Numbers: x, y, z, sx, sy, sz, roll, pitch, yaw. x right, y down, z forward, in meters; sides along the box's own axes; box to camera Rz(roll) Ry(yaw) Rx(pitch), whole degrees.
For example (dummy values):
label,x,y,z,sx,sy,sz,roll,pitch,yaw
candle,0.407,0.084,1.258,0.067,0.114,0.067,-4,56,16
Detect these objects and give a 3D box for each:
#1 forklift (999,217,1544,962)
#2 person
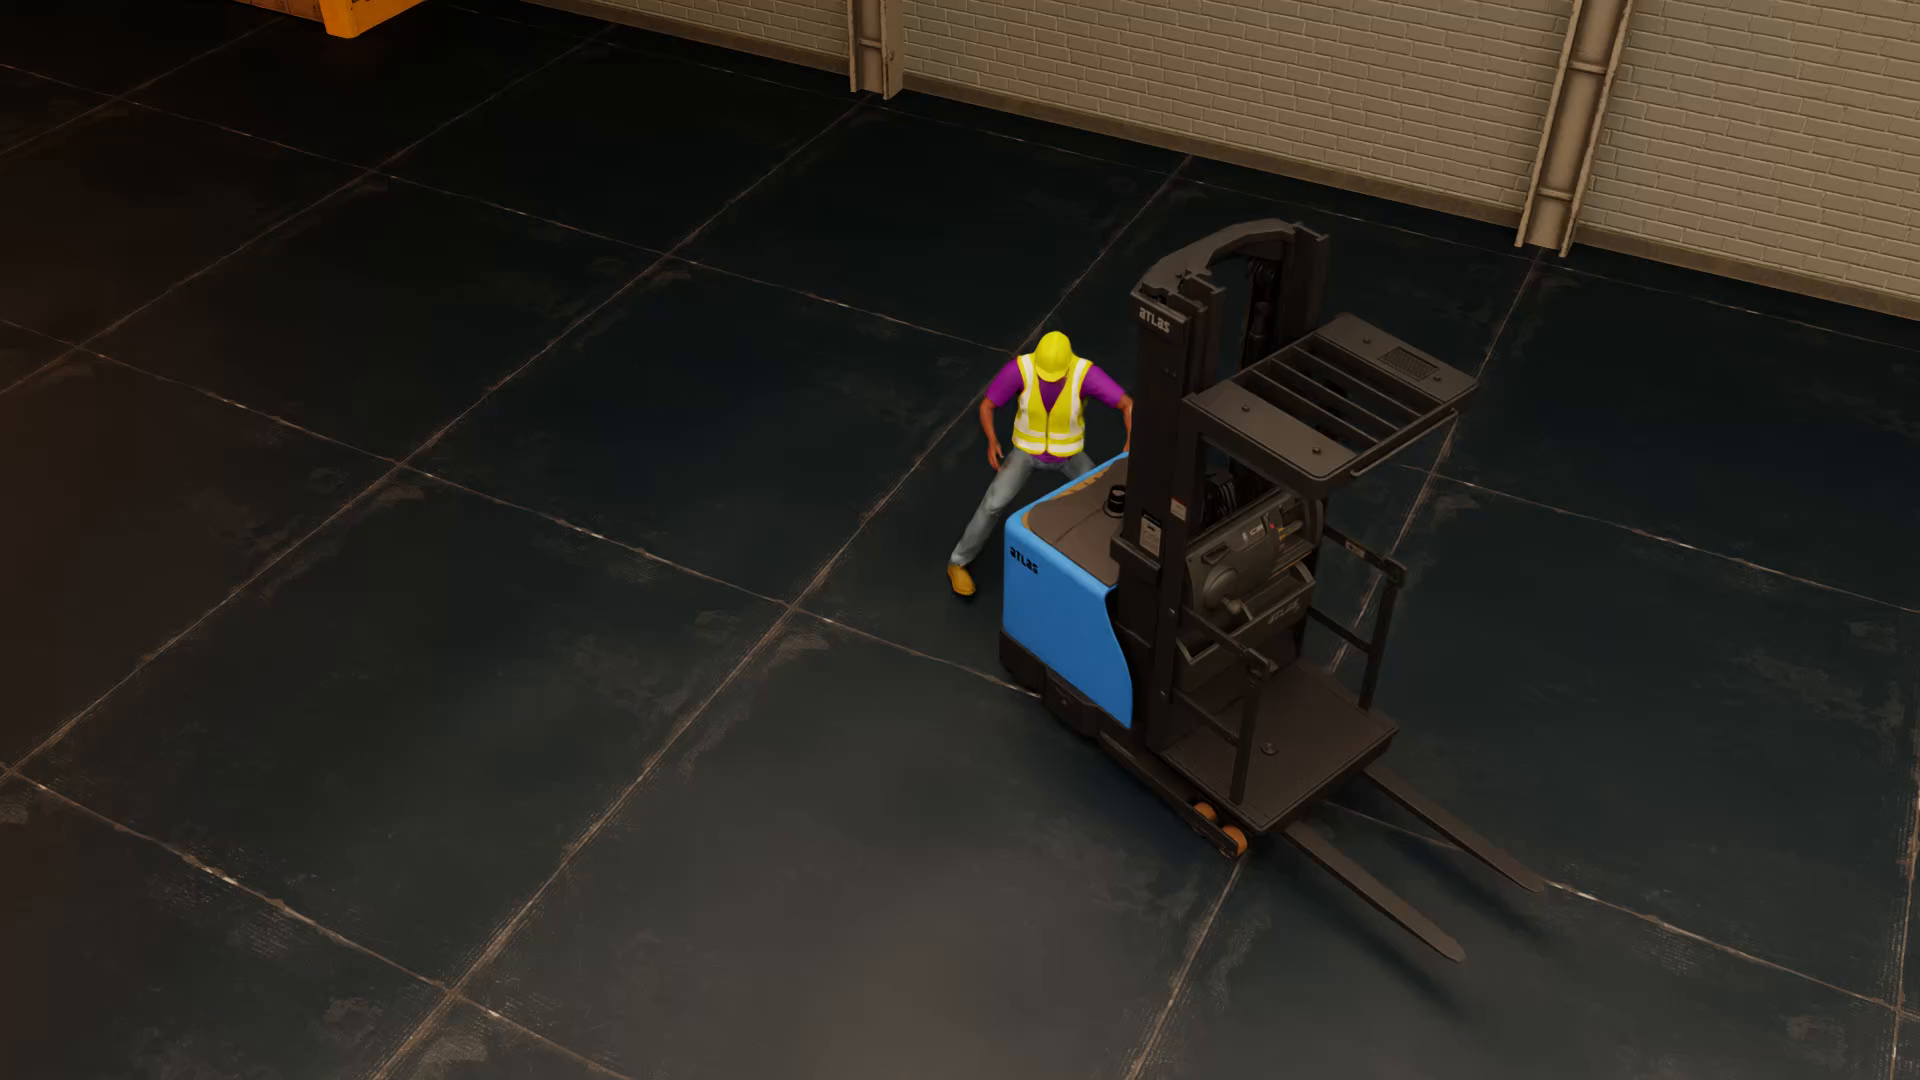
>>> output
label,x,y,z,sx,sy,sz,roll,pitch,yaw
forklift,1.558,0.103,7.864,1.130,2.935,3.031,-29,48,-30
person,0.576,-0.500,9.642,1.258,1.562,0.935,4,40,5
